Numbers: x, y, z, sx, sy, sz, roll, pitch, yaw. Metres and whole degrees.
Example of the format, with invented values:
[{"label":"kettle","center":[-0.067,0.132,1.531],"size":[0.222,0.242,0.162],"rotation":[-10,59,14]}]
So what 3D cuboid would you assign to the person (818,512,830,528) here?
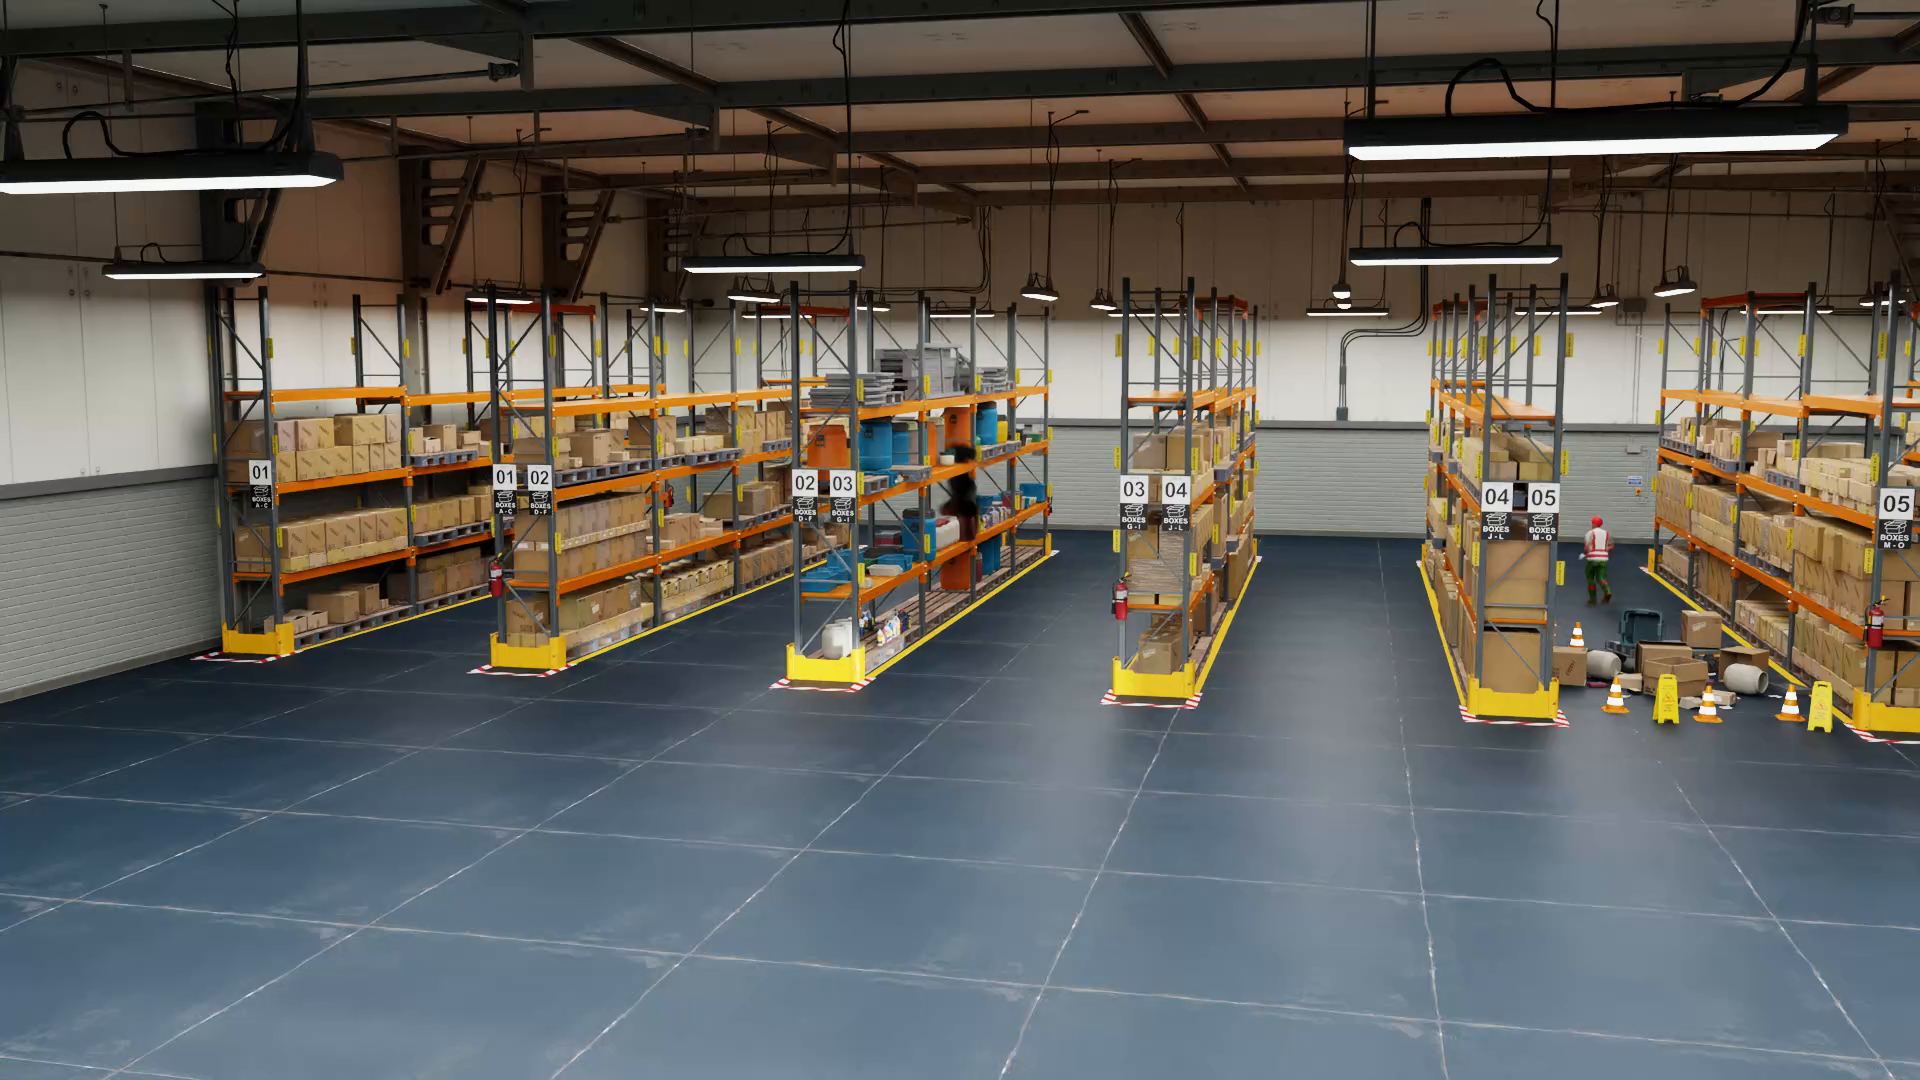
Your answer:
[{"label":"person","center":[-3.587,-0.752,42.901],"size":[0.800,1.694,0.688],"rotation":[-2,7,-13]}]

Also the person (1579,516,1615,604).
[{"label":"person","center":[12.506,0.416,32.491],"size":[0.659,1.738,0.819],"rotation":[0,7,-2]}]
